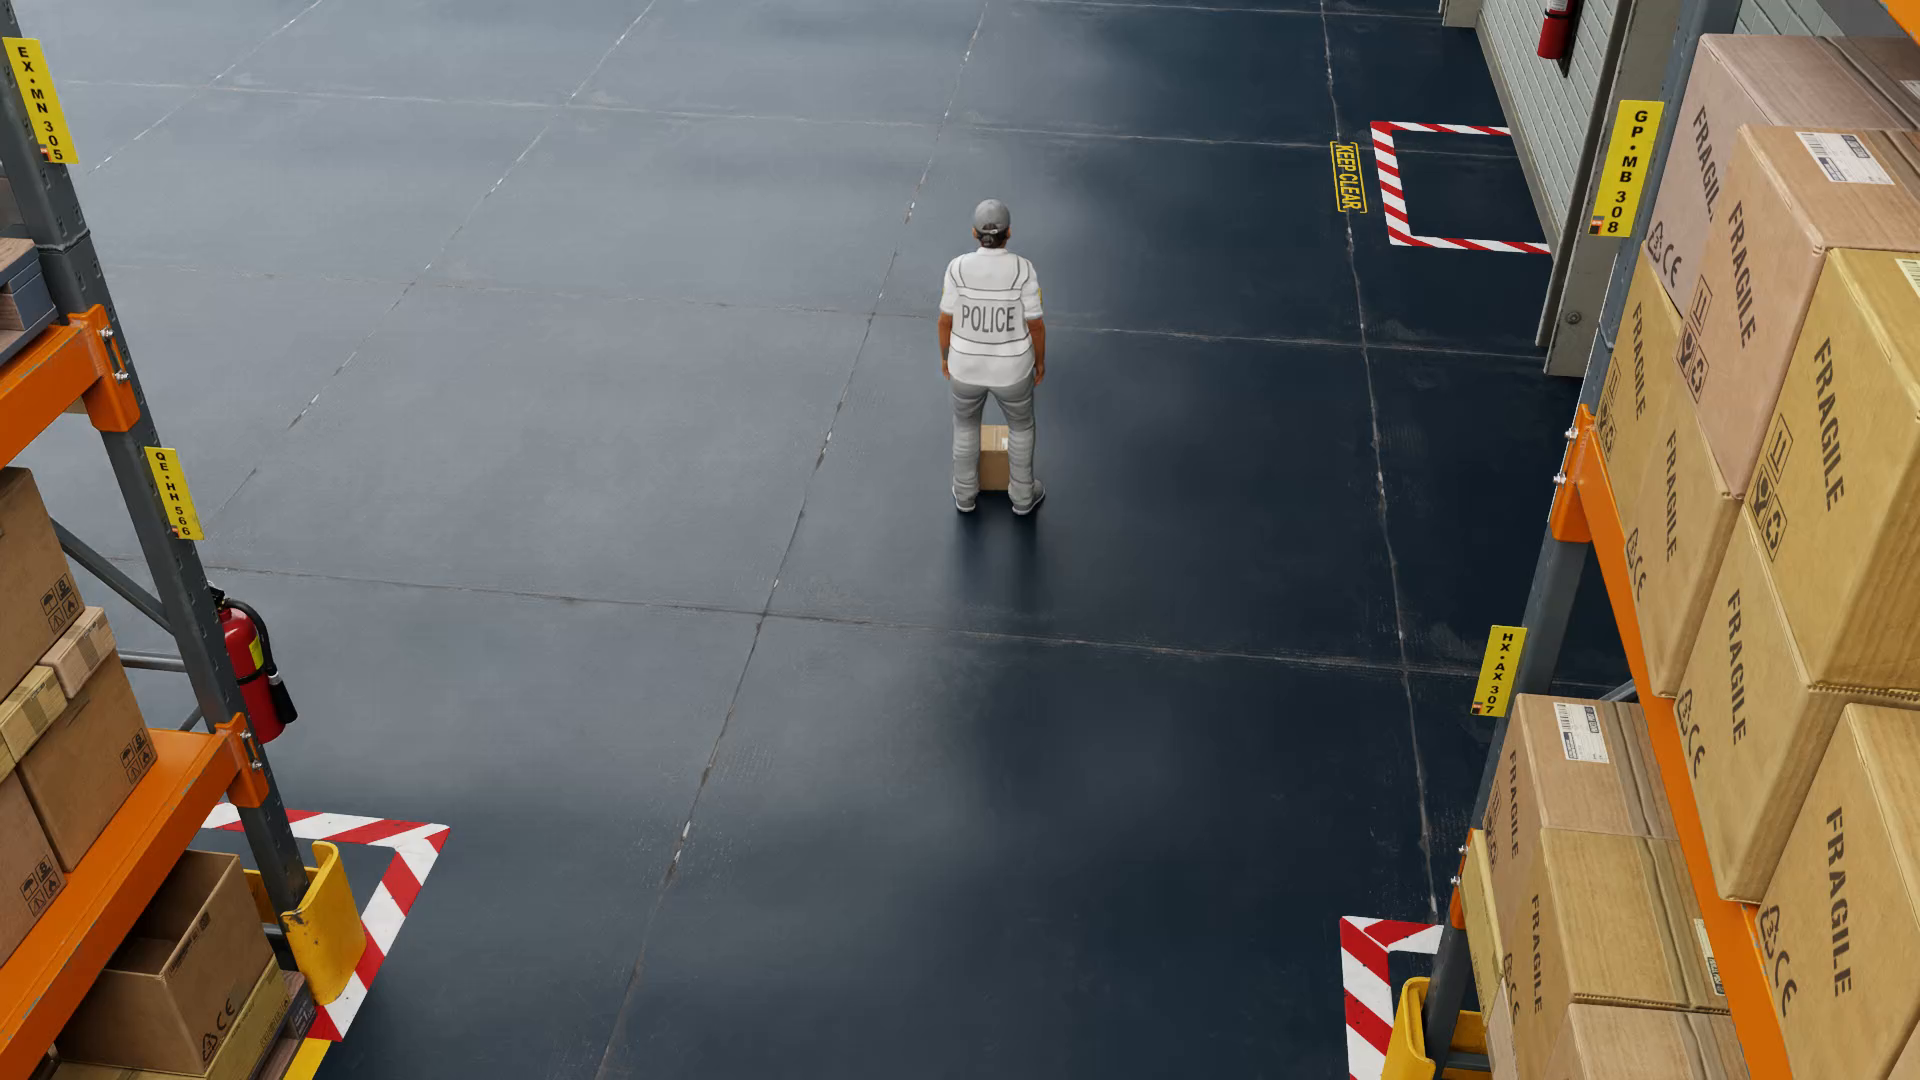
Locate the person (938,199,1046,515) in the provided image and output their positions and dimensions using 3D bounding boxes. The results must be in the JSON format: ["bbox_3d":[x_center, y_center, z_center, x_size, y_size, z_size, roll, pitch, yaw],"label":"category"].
[{"bbox_3d":[0.168,-0.877,8.223,0.538,1.666,0.465,5,37,6],"label":"person"}]
